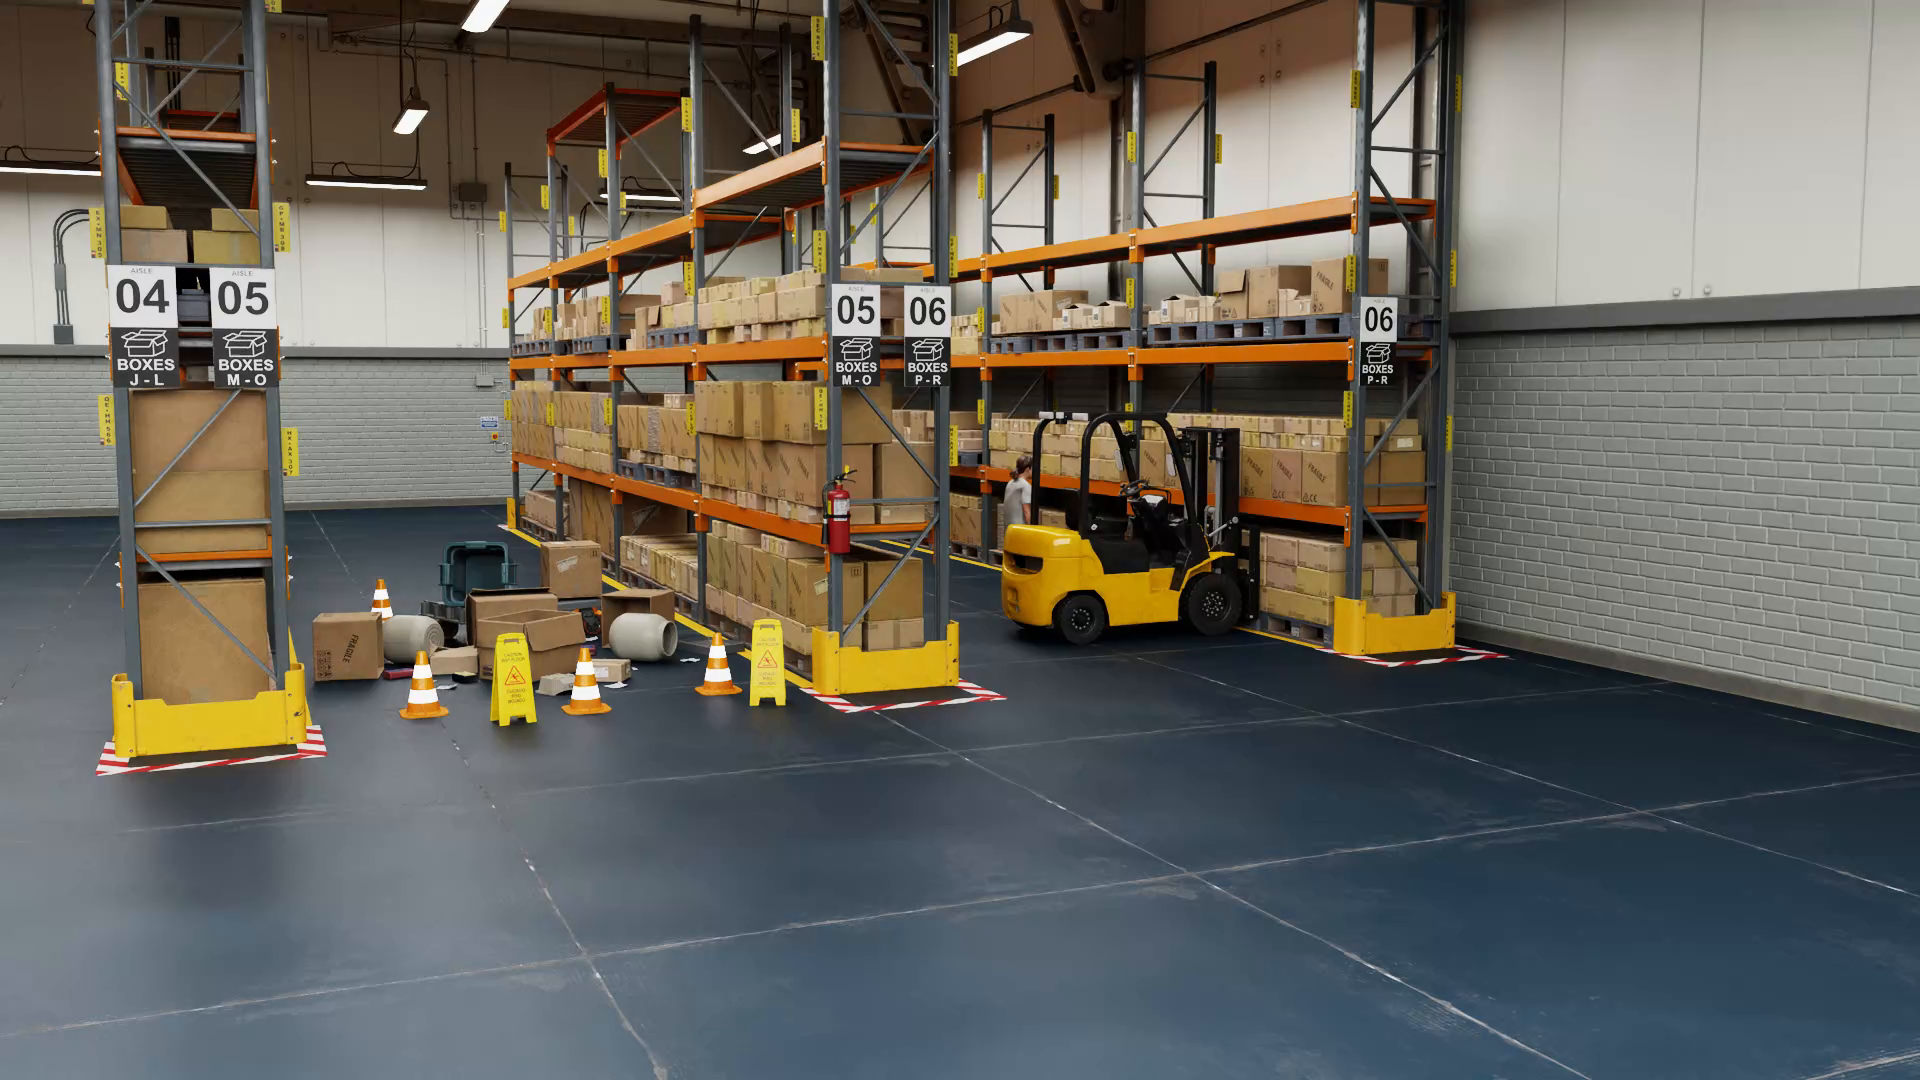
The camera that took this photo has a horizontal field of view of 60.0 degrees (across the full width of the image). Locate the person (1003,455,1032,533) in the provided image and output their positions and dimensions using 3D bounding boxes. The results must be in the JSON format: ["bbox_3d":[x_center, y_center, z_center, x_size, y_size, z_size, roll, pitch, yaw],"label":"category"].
[{"bbox_3d":[0.649,-0.057,17.566,0.352,1.672,0.495,-2,6,-24],"label":"person"}]
